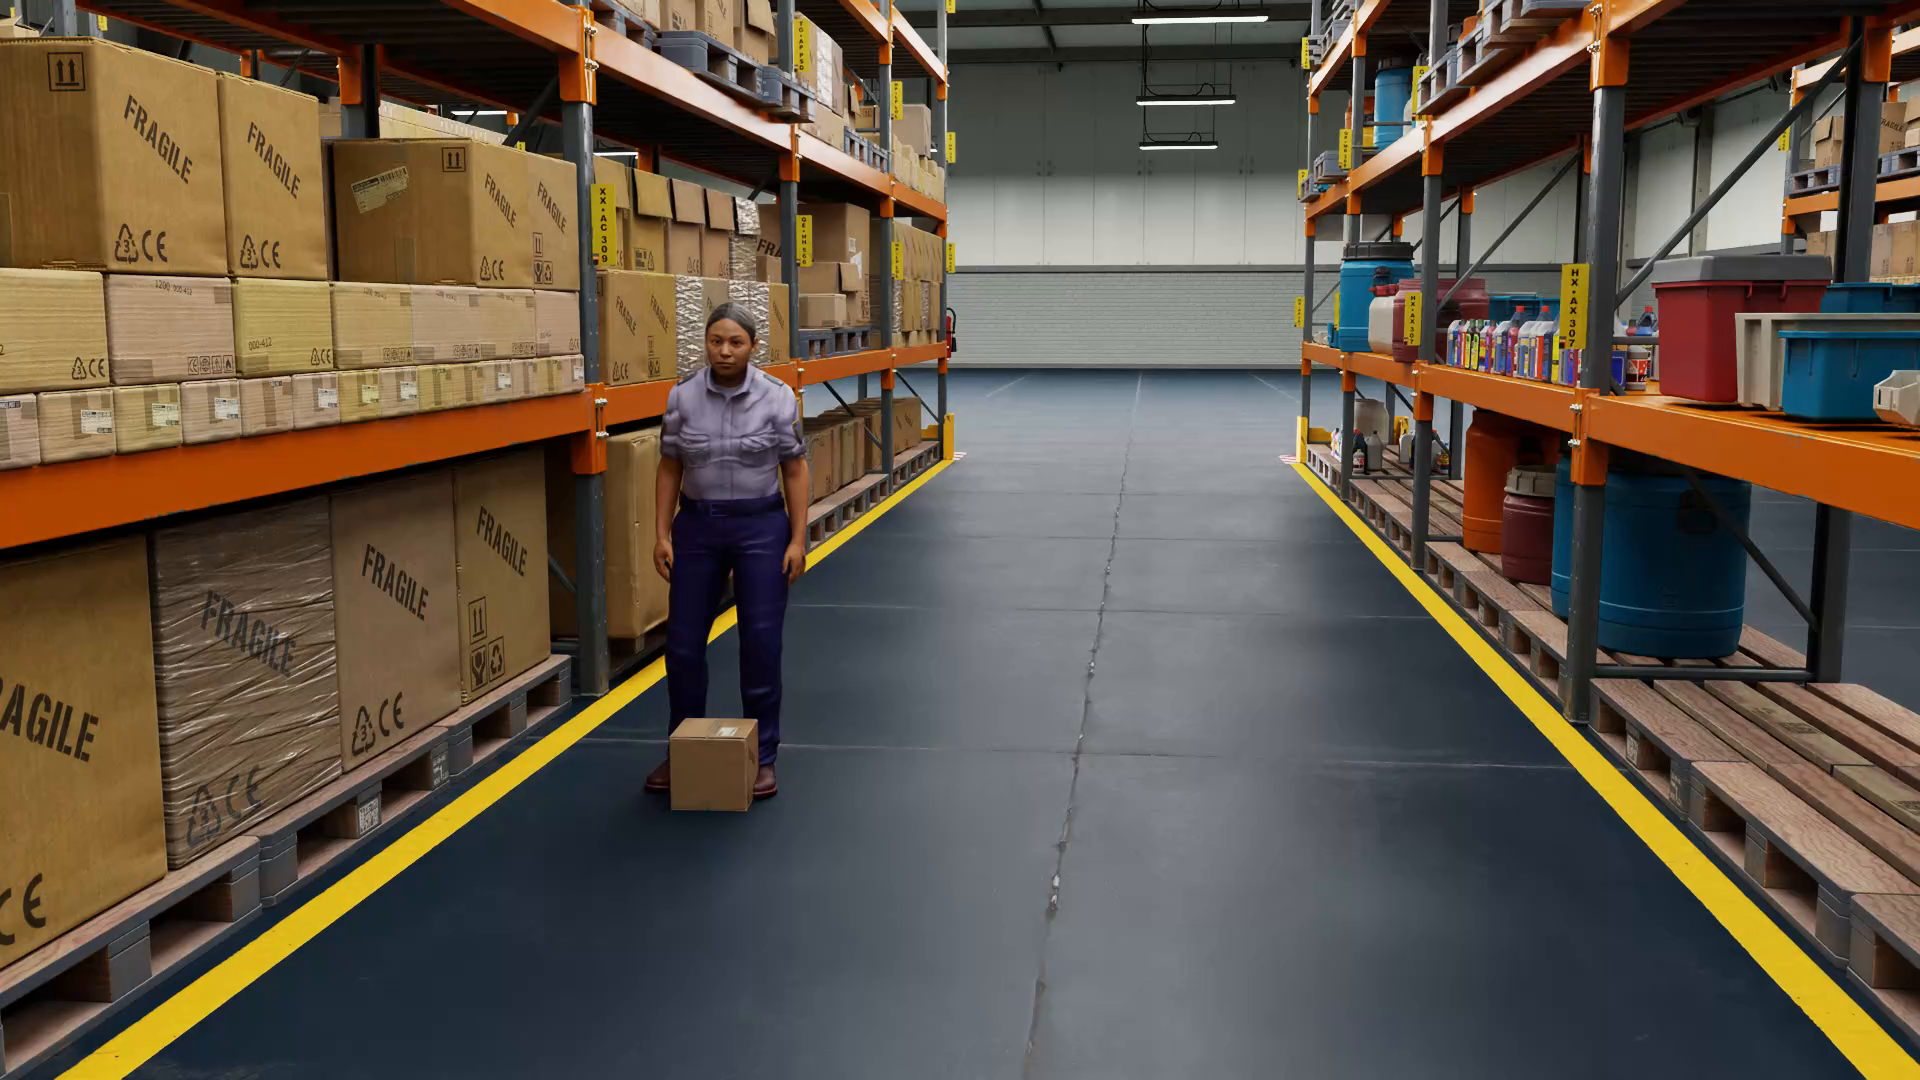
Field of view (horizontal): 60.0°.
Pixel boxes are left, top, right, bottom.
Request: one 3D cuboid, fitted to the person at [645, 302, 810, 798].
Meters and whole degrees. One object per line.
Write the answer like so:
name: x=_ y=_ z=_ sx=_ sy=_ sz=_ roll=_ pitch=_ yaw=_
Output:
person: x=-0.796 y=0.025 z=5.648 sx=0.559 sy=1.650 sz=0.426 roll=0 pitch=8 yaw=3
